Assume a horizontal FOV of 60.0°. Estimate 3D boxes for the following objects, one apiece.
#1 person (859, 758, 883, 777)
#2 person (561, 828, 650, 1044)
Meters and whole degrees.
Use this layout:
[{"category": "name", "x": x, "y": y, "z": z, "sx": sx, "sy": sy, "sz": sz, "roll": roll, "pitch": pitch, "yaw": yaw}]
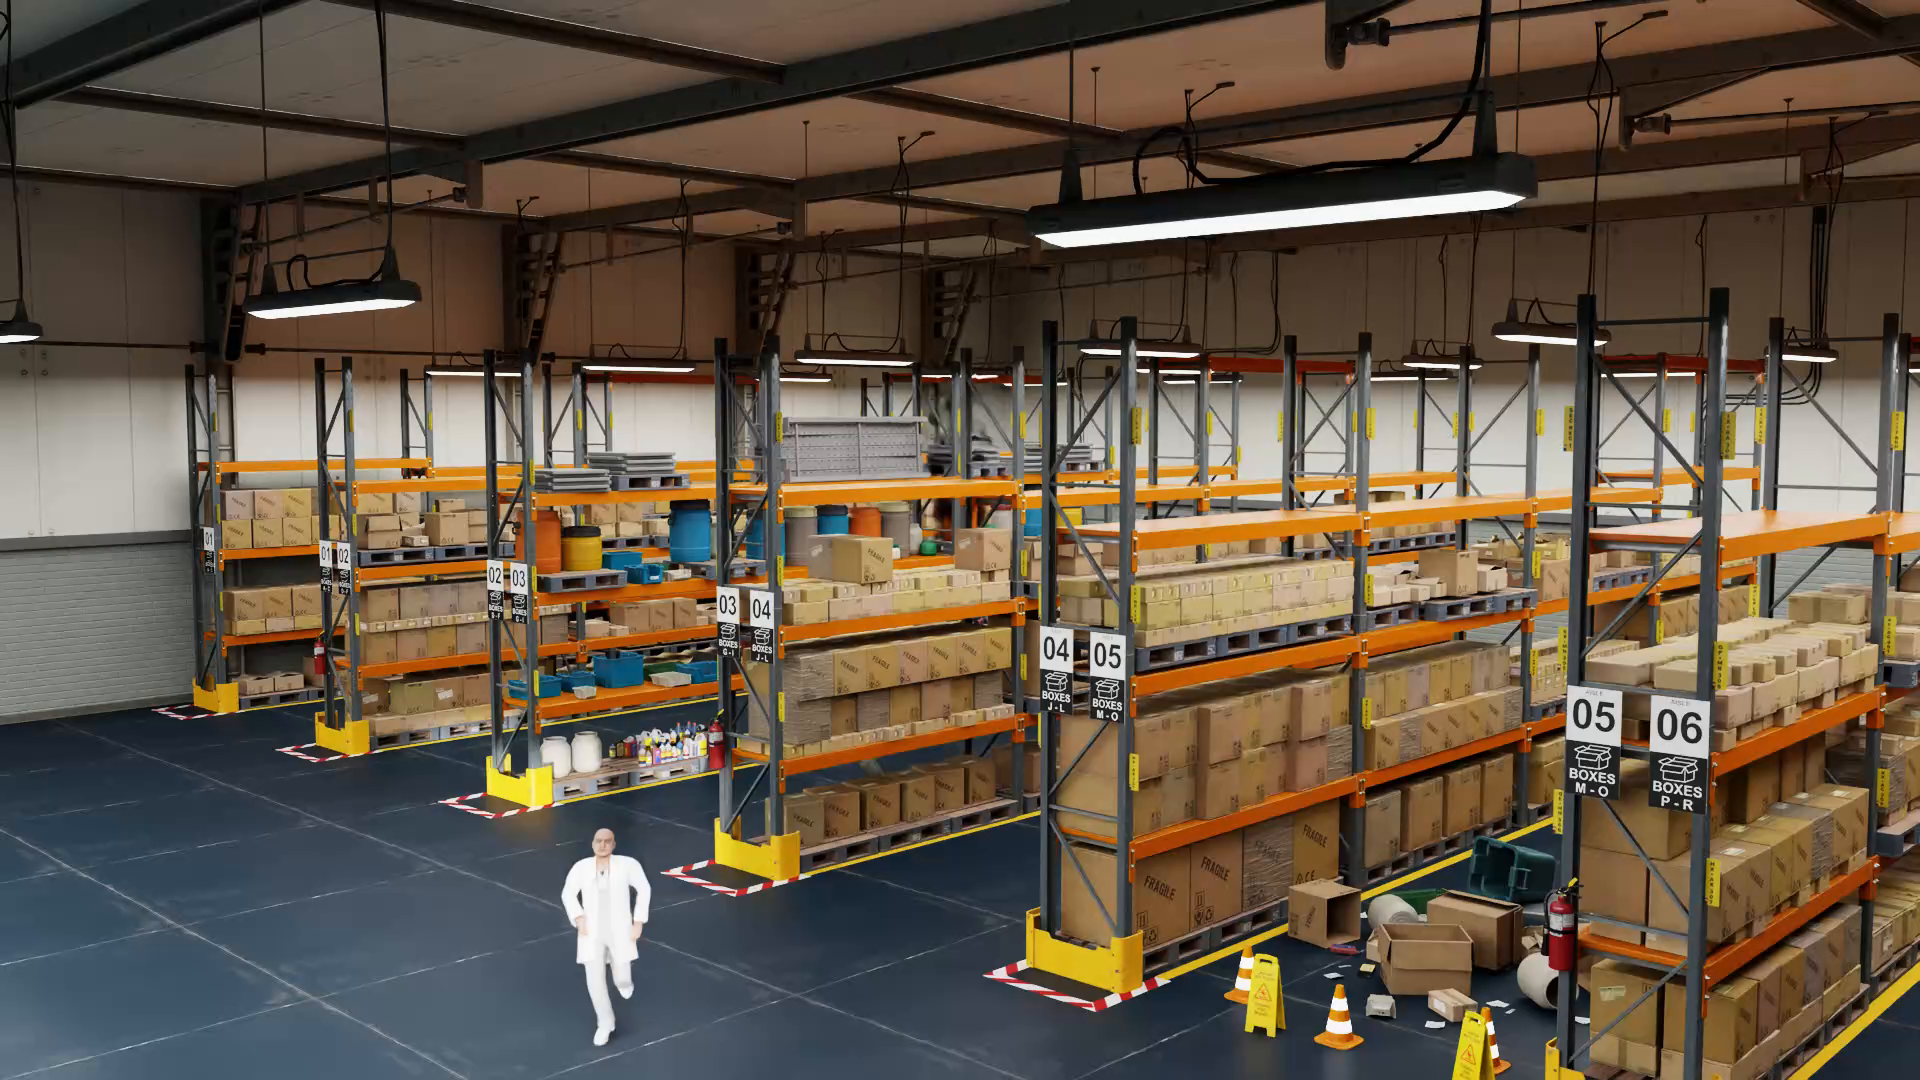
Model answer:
[{"category": "person", "x": -1.194, "y": 2.657, "z": 22.211, "sx": 0.691, "sy": 1.711, "sz": 0.619, "roll": -4, "pitch": 6, "yaw": -44}, {"category": "person", "x": -2.956, "y": 3.253, "z": 13.891, "sx": 0.730, "sy": 1.723, "sz": 0.716, "roll": -1, "pitch": 4, "yaw": -10}]
